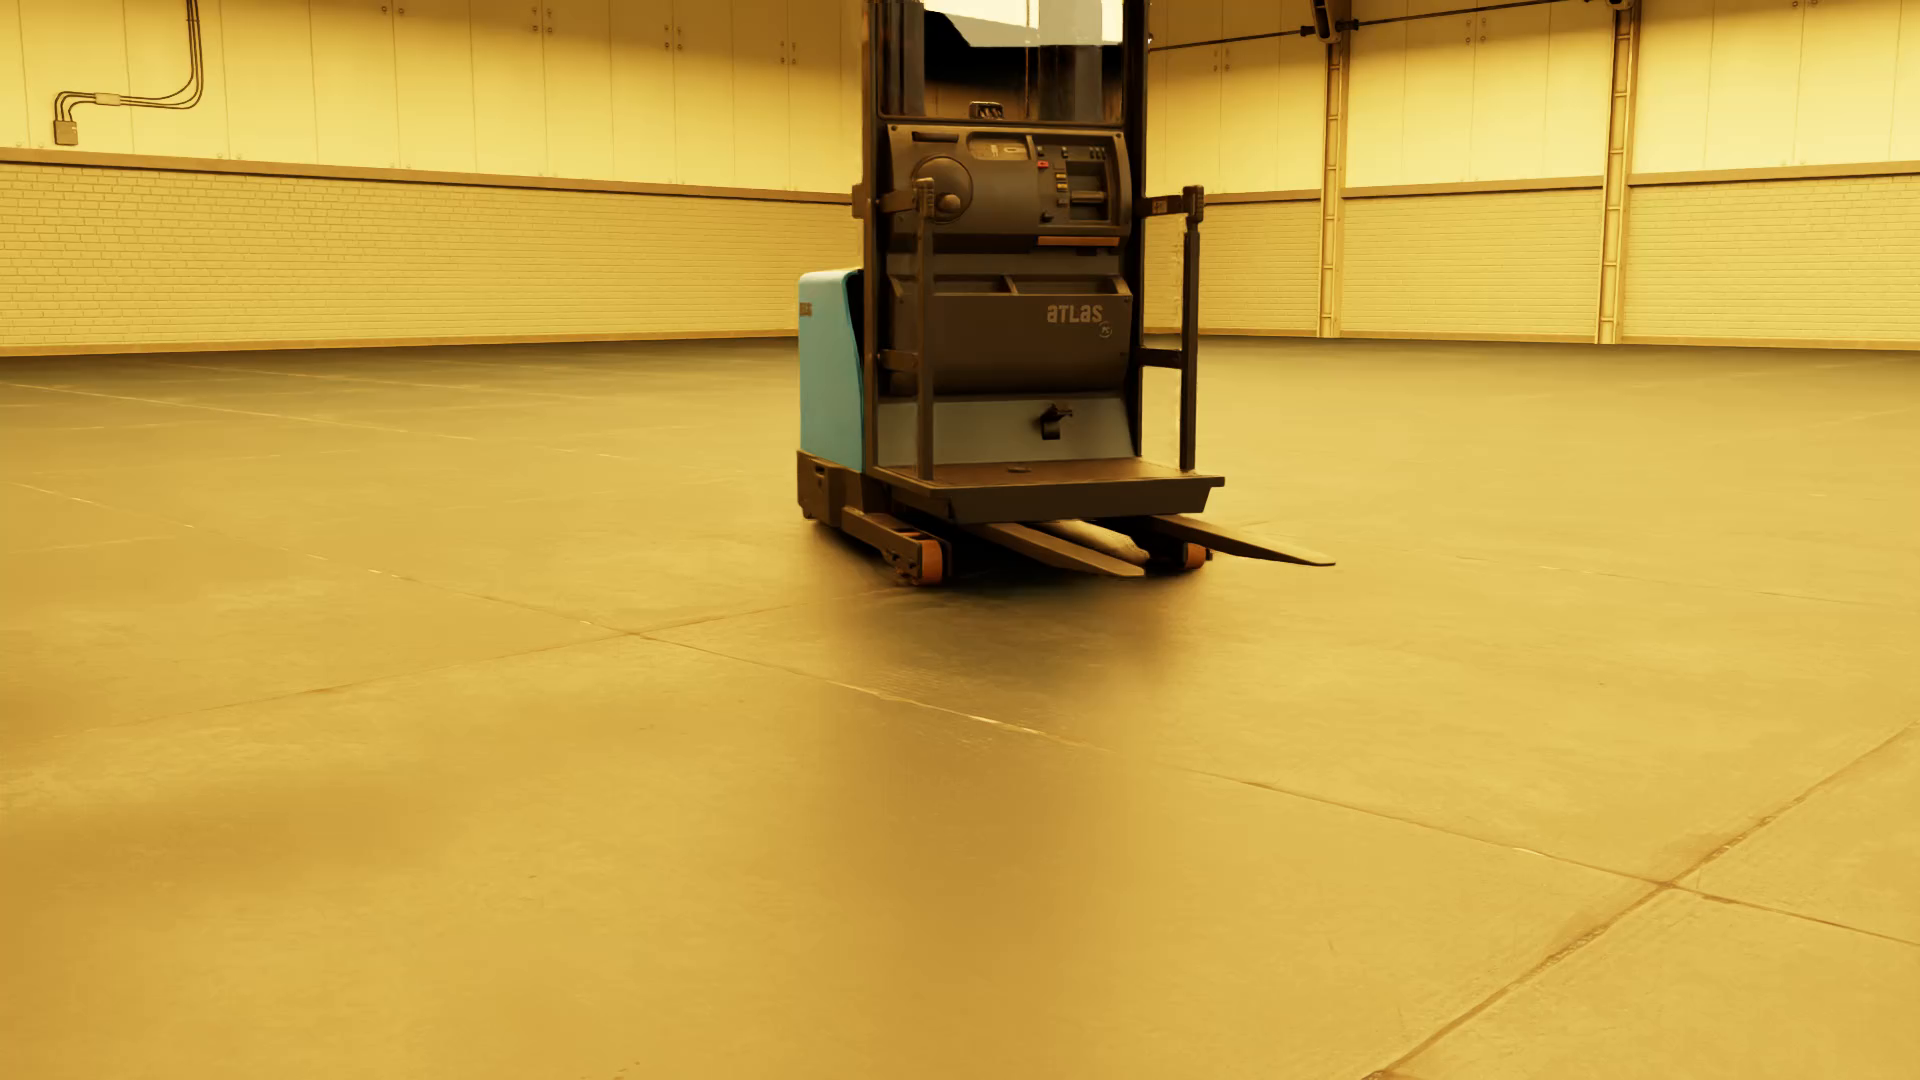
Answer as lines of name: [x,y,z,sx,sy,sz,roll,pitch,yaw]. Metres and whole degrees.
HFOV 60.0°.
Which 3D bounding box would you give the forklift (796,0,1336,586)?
forklift: [0.260,-1.358,5.892,1.130,2.935,3.031,-3,9,-19]
